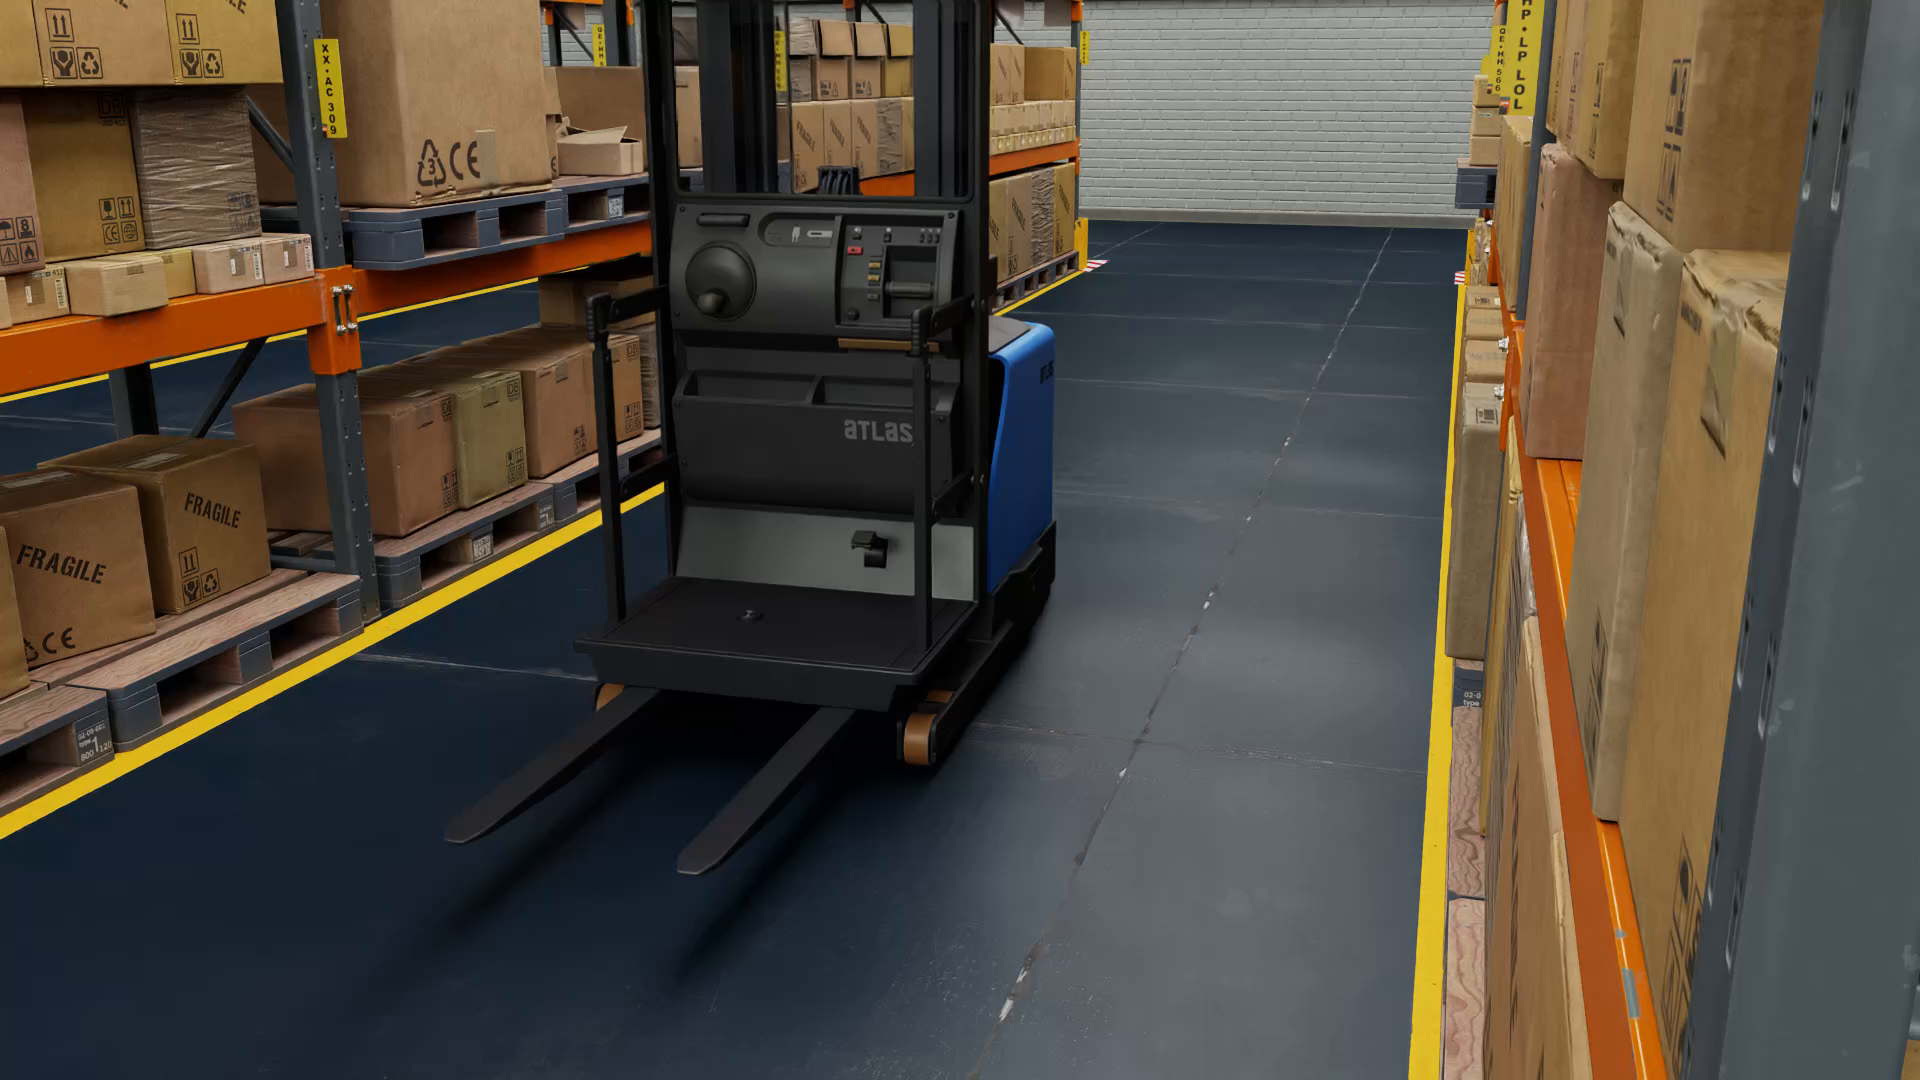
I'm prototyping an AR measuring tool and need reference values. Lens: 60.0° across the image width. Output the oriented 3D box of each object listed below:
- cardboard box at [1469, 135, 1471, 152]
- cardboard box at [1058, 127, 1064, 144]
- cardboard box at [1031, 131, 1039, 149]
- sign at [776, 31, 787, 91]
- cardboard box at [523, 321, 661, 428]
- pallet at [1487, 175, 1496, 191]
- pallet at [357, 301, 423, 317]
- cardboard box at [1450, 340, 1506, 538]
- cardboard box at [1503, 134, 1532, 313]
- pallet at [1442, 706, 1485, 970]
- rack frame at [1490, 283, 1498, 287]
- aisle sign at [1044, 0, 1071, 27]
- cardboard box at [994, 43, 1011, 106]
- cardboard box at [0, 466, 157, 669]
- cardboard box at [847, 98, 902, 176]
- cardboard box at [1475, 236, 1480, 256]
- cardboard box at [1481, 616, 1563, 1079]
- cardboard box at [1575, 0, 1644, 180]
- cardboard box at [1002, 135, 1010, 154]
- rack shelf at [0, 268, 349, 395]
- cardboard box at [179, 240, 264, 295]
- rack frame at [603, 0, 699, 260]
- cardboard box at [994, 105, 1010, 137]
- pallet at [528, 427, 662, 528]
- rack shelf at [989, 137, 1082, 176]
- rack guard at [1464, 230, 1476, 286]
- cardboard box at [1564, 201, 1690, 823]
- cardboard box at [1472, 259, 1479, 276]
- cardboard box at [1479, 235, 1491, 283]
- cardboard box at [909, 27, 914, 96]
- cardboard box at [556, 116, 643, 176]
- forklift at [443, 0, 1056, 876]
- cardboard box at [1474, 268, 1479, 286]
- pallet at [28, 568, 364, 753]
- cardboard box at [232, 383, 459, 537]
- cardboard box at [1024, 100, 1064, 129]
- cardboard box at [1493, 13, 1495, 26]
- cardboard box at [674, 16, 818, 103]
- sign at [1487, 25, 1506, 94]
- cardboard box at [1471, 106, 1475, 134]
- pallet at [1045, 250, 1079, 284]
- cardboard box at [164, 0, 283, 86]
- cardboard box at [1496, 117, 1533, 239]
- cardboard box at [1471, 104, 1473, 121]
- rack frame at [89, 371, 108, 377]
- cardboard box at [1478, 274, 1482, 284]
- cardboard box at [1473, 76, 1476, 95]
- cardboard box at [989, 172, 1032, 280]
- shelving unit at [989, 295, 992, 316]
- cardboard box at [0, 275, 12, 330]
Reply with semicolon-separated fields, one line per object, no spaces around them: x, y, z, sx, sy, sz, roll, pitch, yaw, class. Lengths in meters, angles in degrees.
3.176;-2.318;9.694;0.380;0.149;0.250;4;16;13;cardboard box
0.799;-3.935;16.165;0.380;0.149;0.250;5;16;16;cardboard box
0.509;-3.669;15.227;0.380;0.149;0.250;5;17;17;cardboard box
-1.021;-2.695;9.356;0.100;0.325;0.005;5;16;16;sign
-1.861;-0.901;8.785;0.700;0.500;0.500;3;16;11;cardboard box
3.706;-2.233;10.057;1.003;0.211;1.213;5;16;16;pallet
-5.415;-2.106;14.366;1.003;0.211;1.213;5;16;16;pallet
2.414;-0.299;6.239;1.050;0.750;0.750;5;16;16;cardboard box
1.938;-0.963;5.044;0.500;0.500;0.500;5;16;16;cardboard box
1.755;0.777;4.204;1.003;0.211;1.213;5;16;16;pallet
3.183;-1.804;8.193;1.000;3.000;0.127;5;16;16;rack frame
1.038;-5.554;16.651;0.394;0.787;0.004;5;16;16;aisle sign
0.121;-3.927;14.034;0.500;0.500;0.500;5;16;16;cardboard box
-2.988;0.084;5.348;0.500;0.500;0.500;11;19;33;cardboard box
-0.714;-2.769;11.413;0.500;0.500;0.500;5;16;16;cardboard box
4.471;-2.428;13.756;0.380;0.149;0.250;4;16;14;cardboard box
1.287;0.696;2.503;0.875;0.875;0.875;4;16;15;cardboard box
1.435;-0.833;2.514;0.875;0.550;0.500;5;16;16;cardboard box
0.218;-3.399;14.277;0.380;0.149;0.250;4;16;14;cardboard box
-3.249;-0.299;4.206;1.077;0.370;4.000;5;16;16;rack shelf
-2.540;-0.904;5.481;0.380;0.149;0.250;5;16;16;cardboard box
-1.544;-2.215;9.643;1.000;3.000;0.127;5;16;16;rack frame
0.123;-3.565;14.131;0.500;0.250;0.500;5;16;16;cardboard box
-2.116;-0.351;8.181;1.003;0.211;1.213;5;16;16;pallet
0.161;-3.439;15.275;1.077;0.370;4.000;5;16;16;rack shelf
5.435;-2.675;15.843;1.175;0.500;0.348;5;16;16;rack guard
1.107;-0.030;1.662;0.875;0.550;0.550;5;16;16;cardboard box
4.763;-2.417;14.808;0.380;0.149;0.250;5;17;17;cardboard box
3.558;-1.765;10.494;0.500;0.250;0.500;5;17;18;cardboard box
-0.581;-3.625;12.590;0.797;0.503;0.637;4;16;14;cardboard box
-1.759;-1.895;7.992;0.396;0.266;0.258;4;16;14;cardboard box
-0.514;-0.852;4.960;1.130;2.935;3.031;4;16;15;forklift
4.169;-2.003;12.804;0.380;0.149;0.250;4;16;13;cardboard box
-2.838;0.351;5.704;1.003;0.211;1.213;5;16;16;pallet
-2.486;-0.337;6.795;0.700;0.500;0.500;3;16;12;cardboard box
0.701;-4.099;16.014;0.500;0.250;0.500;4;16;15;cardboard box
4.626;-4.072;13.628;0.500;0.500;0.500;4;16;14;cardboard box
-1.321;-2.936;10.162;0.797;0.503;0.637;5;17;18;cardboard box
2.660;-2.363;8.186;0.100;0.325;0.005;5;16;16;sign
2.961;-2.263;8.956;0.380;0.149;0.250;5;17;18;cardboard box
0.577;-2.751;16.643;1.003;0.211;1.213;5;16;16;pallet
-2.545;-1.702;5.272;0.500;0.500;0.500;5;16;16;cardboard box
2.511;-1.491;6.905;0.500;0.500;0.500;5;16;16;cardboard box
3.548;-2.804;10.864;0.380;0.149;0.250;4;16;13;cardboard box
-6.293;-2.599;10.997;1.000;3.000;0.127;5;16;16;rack frame
3.706;-1.539;11.069;0.500;0.500;0.500;5;17;18;cardboard box
3.400;-2.812;10.348;0.380;0.149;0.250;5;17;18;cardboard box
0.113;-2.844;14.982;0.875;0.875;0.875;5;16;16;cardboard box
-0.004;-0.573;7.152;0.258;1.200;0.189;5;16;16;shelving unit
-2.863;-0.646;4.569;0.380;0.149;0.250;5;16;16;cardboard box
